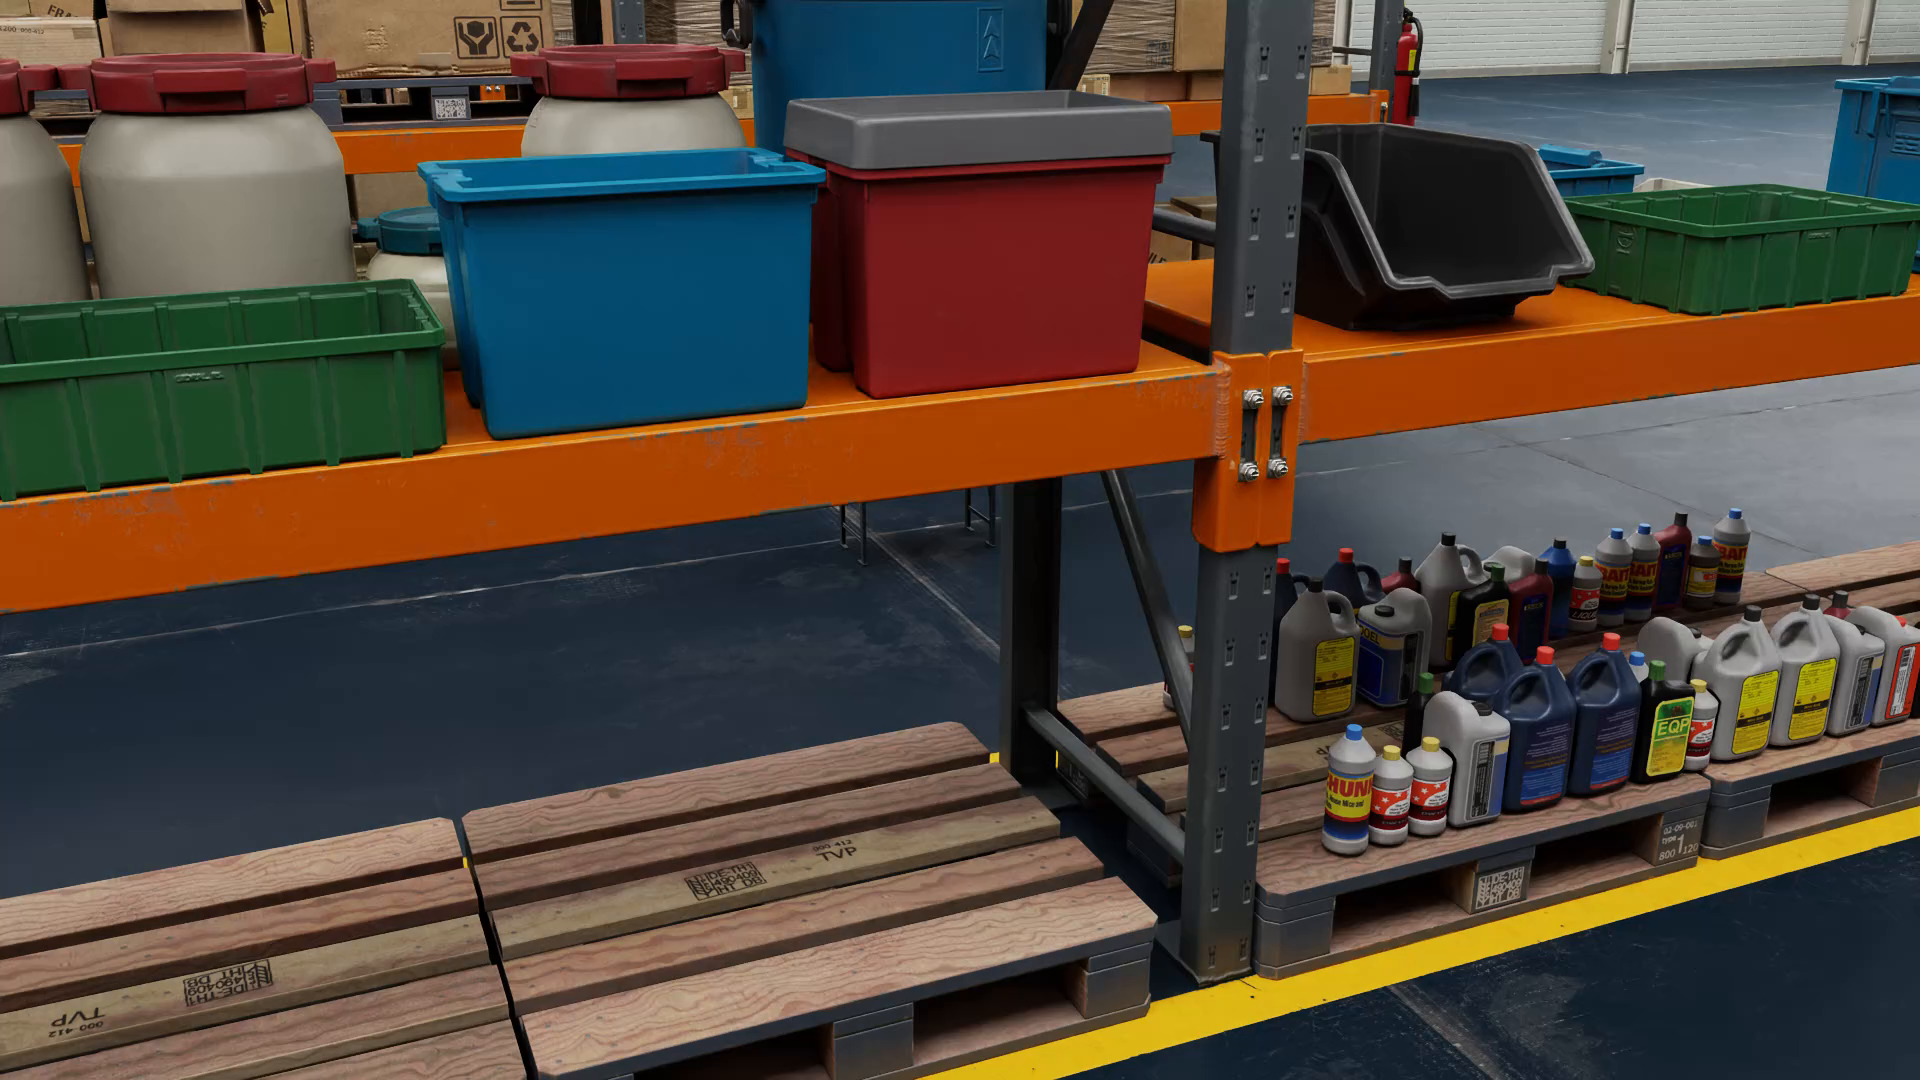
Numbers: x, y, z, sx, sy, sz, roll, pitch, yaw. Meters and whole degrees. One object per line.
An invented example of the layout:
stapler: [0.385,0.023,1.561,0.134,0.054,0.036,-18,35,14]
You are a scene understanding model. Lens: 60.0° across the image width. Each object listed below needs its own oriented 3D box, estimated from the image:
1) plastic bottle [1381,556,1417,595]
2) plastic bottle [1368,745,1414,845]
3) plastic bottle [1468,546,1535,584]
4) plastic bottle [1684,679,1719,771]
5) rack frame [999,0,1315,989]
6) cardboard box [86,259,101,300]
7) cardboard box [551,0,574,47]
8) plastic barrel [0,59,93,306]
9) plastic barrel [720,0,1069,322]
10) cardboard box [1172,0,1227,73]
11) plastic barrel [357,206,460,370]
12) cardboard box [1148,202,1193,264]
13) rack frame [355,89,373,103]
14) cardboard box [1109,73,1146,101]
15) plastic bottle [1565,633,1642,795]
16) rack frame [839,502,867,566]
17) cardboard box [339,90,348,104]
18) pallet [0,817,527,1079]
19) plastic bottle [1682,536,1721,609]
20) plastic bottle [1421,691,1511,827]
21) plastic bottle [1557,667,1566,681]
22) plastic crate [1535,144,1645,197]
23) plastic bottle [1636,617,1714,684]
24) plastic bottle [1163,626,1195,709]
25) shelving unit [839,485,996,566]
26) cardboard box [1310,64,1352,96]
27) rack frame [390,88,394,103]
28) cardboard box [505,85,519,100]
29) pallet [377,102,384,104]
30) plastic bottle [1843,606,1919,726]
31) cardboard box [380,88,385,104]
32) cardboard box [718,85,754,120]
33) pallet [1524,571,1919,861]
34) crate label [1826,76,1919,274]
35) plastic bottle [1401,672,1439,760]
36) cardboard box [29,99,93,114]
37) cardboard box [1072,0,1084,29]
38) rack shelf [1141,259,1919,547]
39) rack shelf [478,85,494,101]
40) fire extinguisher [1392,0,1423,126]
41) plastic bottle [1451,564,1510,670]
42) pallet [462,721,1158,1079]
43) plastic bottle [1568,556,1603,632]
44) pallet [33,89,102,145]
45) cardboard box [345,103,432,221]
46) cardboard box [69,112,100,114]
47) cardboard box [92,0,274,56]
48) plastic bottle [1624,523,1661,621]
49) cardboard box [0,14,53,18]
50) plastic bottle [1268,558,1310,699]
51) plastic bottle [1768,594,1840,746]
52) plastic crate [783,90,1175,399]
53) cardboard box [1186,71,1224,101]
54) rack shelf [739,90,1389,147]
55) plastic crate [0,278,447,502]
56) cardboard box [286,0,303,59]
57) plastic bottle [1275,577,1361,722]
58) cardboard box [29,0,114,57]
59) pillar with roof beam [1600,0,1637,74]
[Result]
plastic bottle: [1.137,0.186,4.404,0.133,0.283,0.061,-7,20,-18]
plastic bottle: [0.910,0.535,3.537,0.097,0.201,0.097,0,19,0]
plastic bottle: [1.451,0.161,4.487,0.135,0.276,0.152,-8,21,-21]
plastic bottle: [1.699,0.422,3.857,0.097,0.201,0.097,0,19,0]
rack frame: [0.350,-0.656,3.367,0.127,3.000,1.000,-8,21,-22]
cardboard box: [-3.655,-0.916,7.209,0.500,0.500,0.700,-6,20,-17]
cardboard box: [-3.149,-3.815,12.114,0.550,0.550,0.875,-8,21,-22]
plastic barrel: [-1.686,-0.507,2.742,0.433,0.535,0.433,0,19,0]
plastic barrel: [-0.124,-0.934,3.402,0.708,0.901,0.600,-8,21,-22]
cardboard box: [1.134,-2.713,8.613,0.500,0.500,0.875,-8,21,-22]
plastic barrel: [-0.926,-0.463,3.029,0.301,0.262,0.301,0,19,0]
cardboard box: [0.946,-1.545,9.025,0.500,0.500,0.500,-3,20,-8]
rack frame: [-7.506,-6.701,20.538,0.127,3.000,1.000,-8,21,-22]
cardboard box: [0.740,-2.304,8.427,0.250,0.149,0.380,-8,21,-22]
plastic bottle: [1.429,0.382,3.747,0.185,0.351,0.144,-9,21,-24]
rack frame: [-0.376,-0.512,5.670,0.015,1.200,0.240,-8,21,-22]
cardboard box: [-7.981,-5.707,20.658,0.625,0.625,0.875,-7,21,-20]
pallet: [-1.477,0.937,3.044,1.213,0.211,1.003,-8,21,-22]
plastic bottle: [2.140,0.088,4.807,0.097,0.201,0.097,0,19,0]
plastic bottle: [1.103,0.462,3.631,0.135,0.276,0.152,-7,21,-20]
plastic bottle: [1.341,0.388,3.848,0.097,0.271,0.097,0,19,0]
plastic crate: [1.259,-0.814,4.041,0.616,0.251,0.499,-8,21,-22]
plastic bottle: [1.738,0.319,4.037,0.135,0.276,0.152,-8,21,-22]
plastic bottle: [0.560,0.314,4.165,0.097,0.201,0.097,0,19,0]
shelving unit: [-0.152,-0.544,5.761,0.503,1.200,0.258,-8,21,-22]
cardboard box: [1.882,-2.473,8.908,0.250,0.149,0.380,-8,21,-22]
rack frame: [-5.537,-5.188,16.240,0.127,3.000,1.000,-8,21,-22]
cardboard box: [-2.878,-2.949,12.448,0.875,0.875,0.875,-8,21,-21]
pallet: [-6.759,-5.478,21.262,1.213,0.211,1.003,-8,21,-22]
plastic bottle: [2.268,0.295,4.105,0.135,0.276,0.152,-8,21,-22]
cardboard box: [-7.141,-5.728,21.281,0.500,0.250,0.500,-8,21,-21]
cardboard box: [-1.060,-2.013,7.601,0.250,0.149,0.380,-8,21,-22]
pallet: [2.106,0.422,4.505,1.213,0.211,1.003,-8,21,-22]
crate label: [2.440,-0.874,3.934,0.616,0.435,0.502,-8,21,-22]
plastic bottle: [1.060,0.427,3.721,0.133,0.283,0.061,-8,21,-22]
cardboard box: [-10.601,-5.331,19.589,0.625,0.625,0.875,-7,21,-20]
cardboard box: [0.194,-2.599,8.287,0.500,0.500,0.875,-8,21,-22]
rack shelf: [2.187,-0.579,4.234,4.000,0.370,1.077,-8,21,-22]
rack shelf: [-5.320,-3.089,11.363,4.000,0.370,1.077,-8,21,-22]
fire extinguisher: [2.349,-2.530,8.808,0.183,0.674,0.296,-8,21,-22]
plastic bottle: [1.365,0.206,4.349,0.133,0.283,0.061,-8,21,-22]
pallet: [-0.355,0.775,3.504,1.213,0.211,1.003,-8,21,-22]
plastic bottle: [1.738,0.145,4.644,0.097,0.201,0.097,0,19,0]
pallet: [-3.483,-1.822,6.970,1.213,0.211,1.003,-8,21,-22]
cardboard box: [-4.018,-2.720,11.985,0.750,0.750,1.050,-8,21,-22]
cardboard box: [-8.012,-3.791,15.597,0.625,0.372,0.950,-9,21,-23]
cardboard box: [-3.167,-2.157,6.843,0.637,0.503,0.797,-6,20,-16]
plastic bottle: [1.920,0.086,4.706,0.097,0.271,0.097,0,19,0]
cardboard box: [-3.860,-2.076,6.972,0.258,0.266,0.396,-9,21,-23]
plastic bottle: [0.828,0.214,4.225,0.185,0.351,0.144,-9,21,-23]
plastic bottle: [1.990,0.301,3.975,0.185,0.351,0.144,-7,21,-20]
plastic crate: [0.027,-0.529,2.911,0.583,0.464,0.402,-8,21,-22]
cardboard box: [1.207,-2.364,8.597,0.250,0.149,0.380,-8,21,-22]
rack shelf: [0.225,-2.090,8.524,4.000,0.370,1.077,-8,21,-22]
plastic crate: [-1.137,-0.240,2.508,0.662,0.188,0.450,-8,21,-22]
cardboard box: [-4.320,-3.522,11.359,0.500,0.500,0.500,-8,21,-23]
plastic bottle: [0.885,0.258,4.100,0.185,0.351,0.144,-8,21,-22]
cardboard box: [-5.708,-3.323,10.794,0.500,0.500,0.500,-8,21,-22]
pillar with roof beam: [13.403,-11.296,24.553,0.400,9.000,9.100,-8,21,-22]
